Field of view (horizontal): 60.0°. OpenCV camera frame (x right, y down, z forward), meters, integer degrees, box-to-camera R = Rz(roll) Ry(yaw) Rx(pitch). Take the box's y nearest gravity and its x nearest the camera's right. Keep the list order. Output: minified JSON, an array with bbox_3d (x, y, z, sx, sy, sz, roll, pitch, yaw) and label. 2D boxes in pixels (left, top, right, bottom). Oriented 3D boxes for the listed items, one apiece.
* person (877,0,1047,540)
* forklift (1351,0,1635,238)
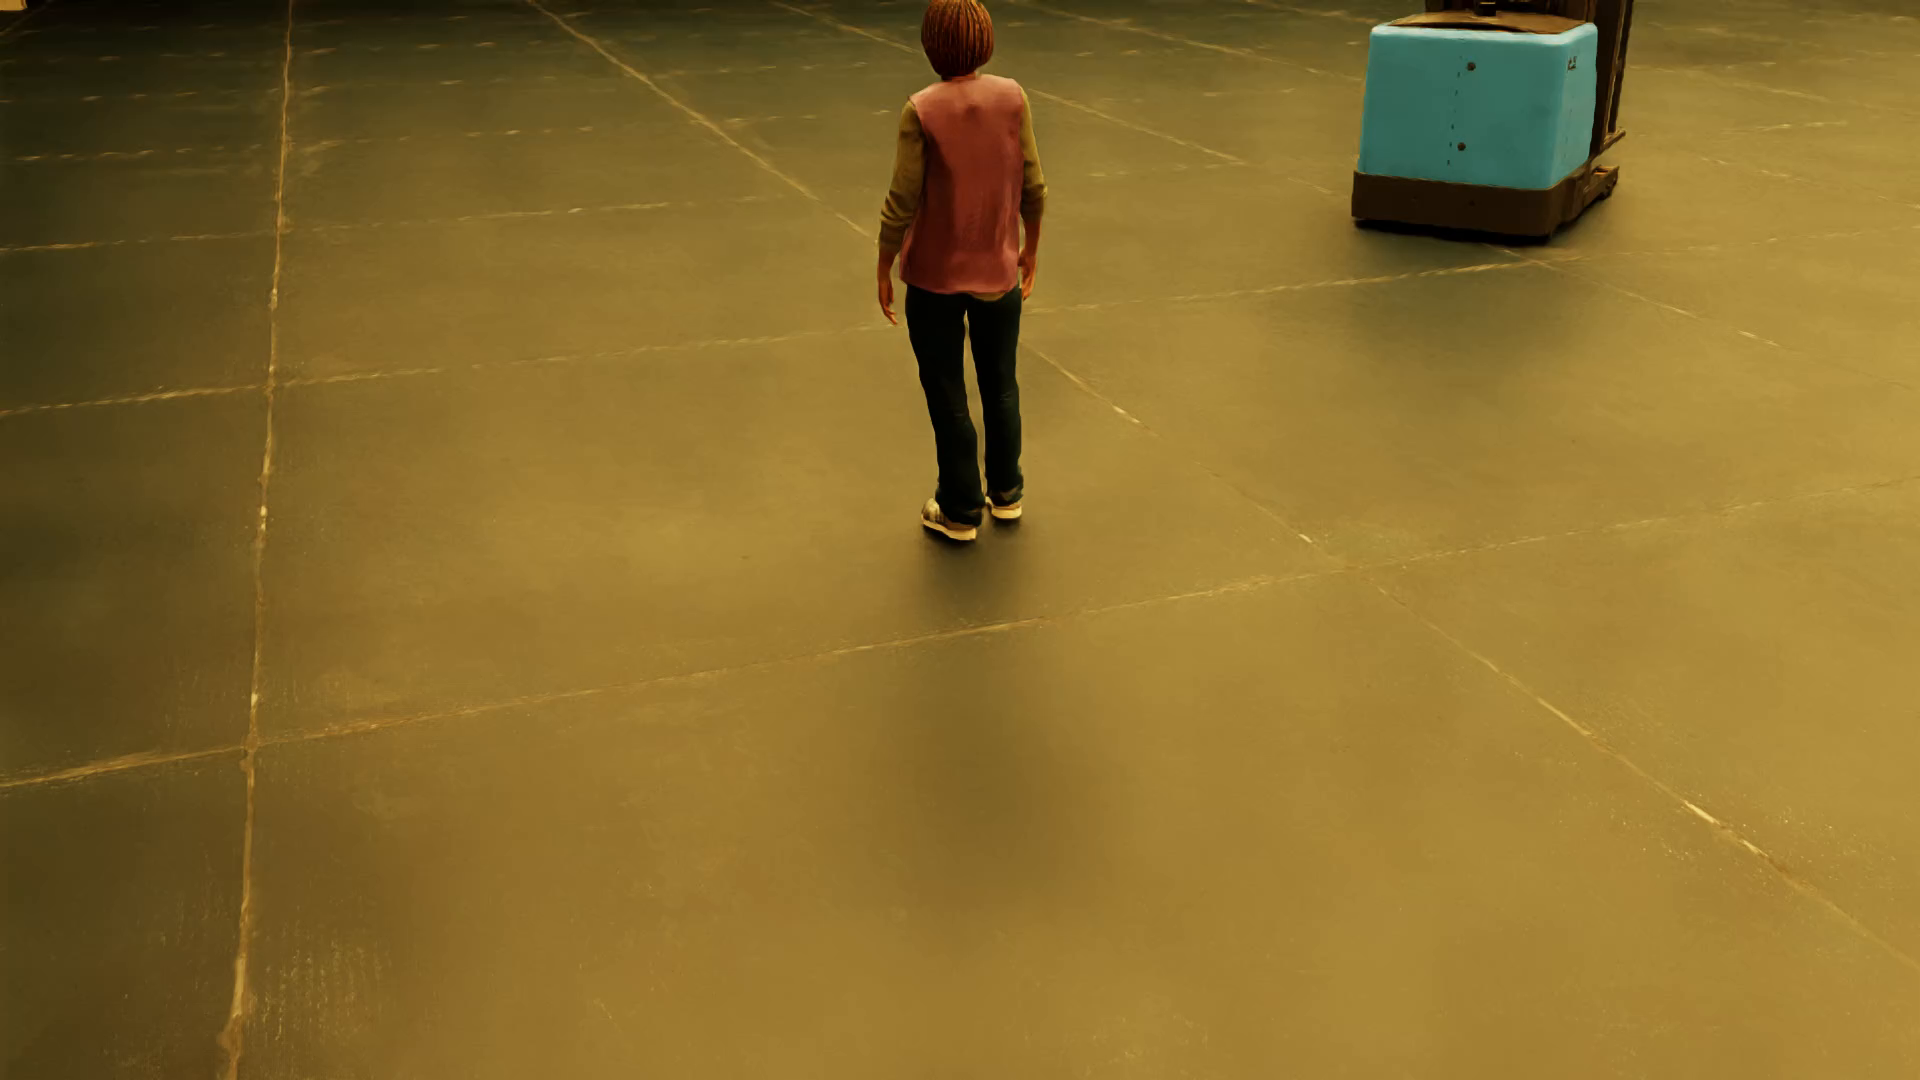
[{"bbox_3d":[-0.012,-0.771,4.836,0.520,1.597,0.474,-8,24,-18],"label":"person"},{"bbox_3d":[3.332,-3.463,9.532,1.130,2.935,3.031,13,26,28],"label":"forklift"}]
